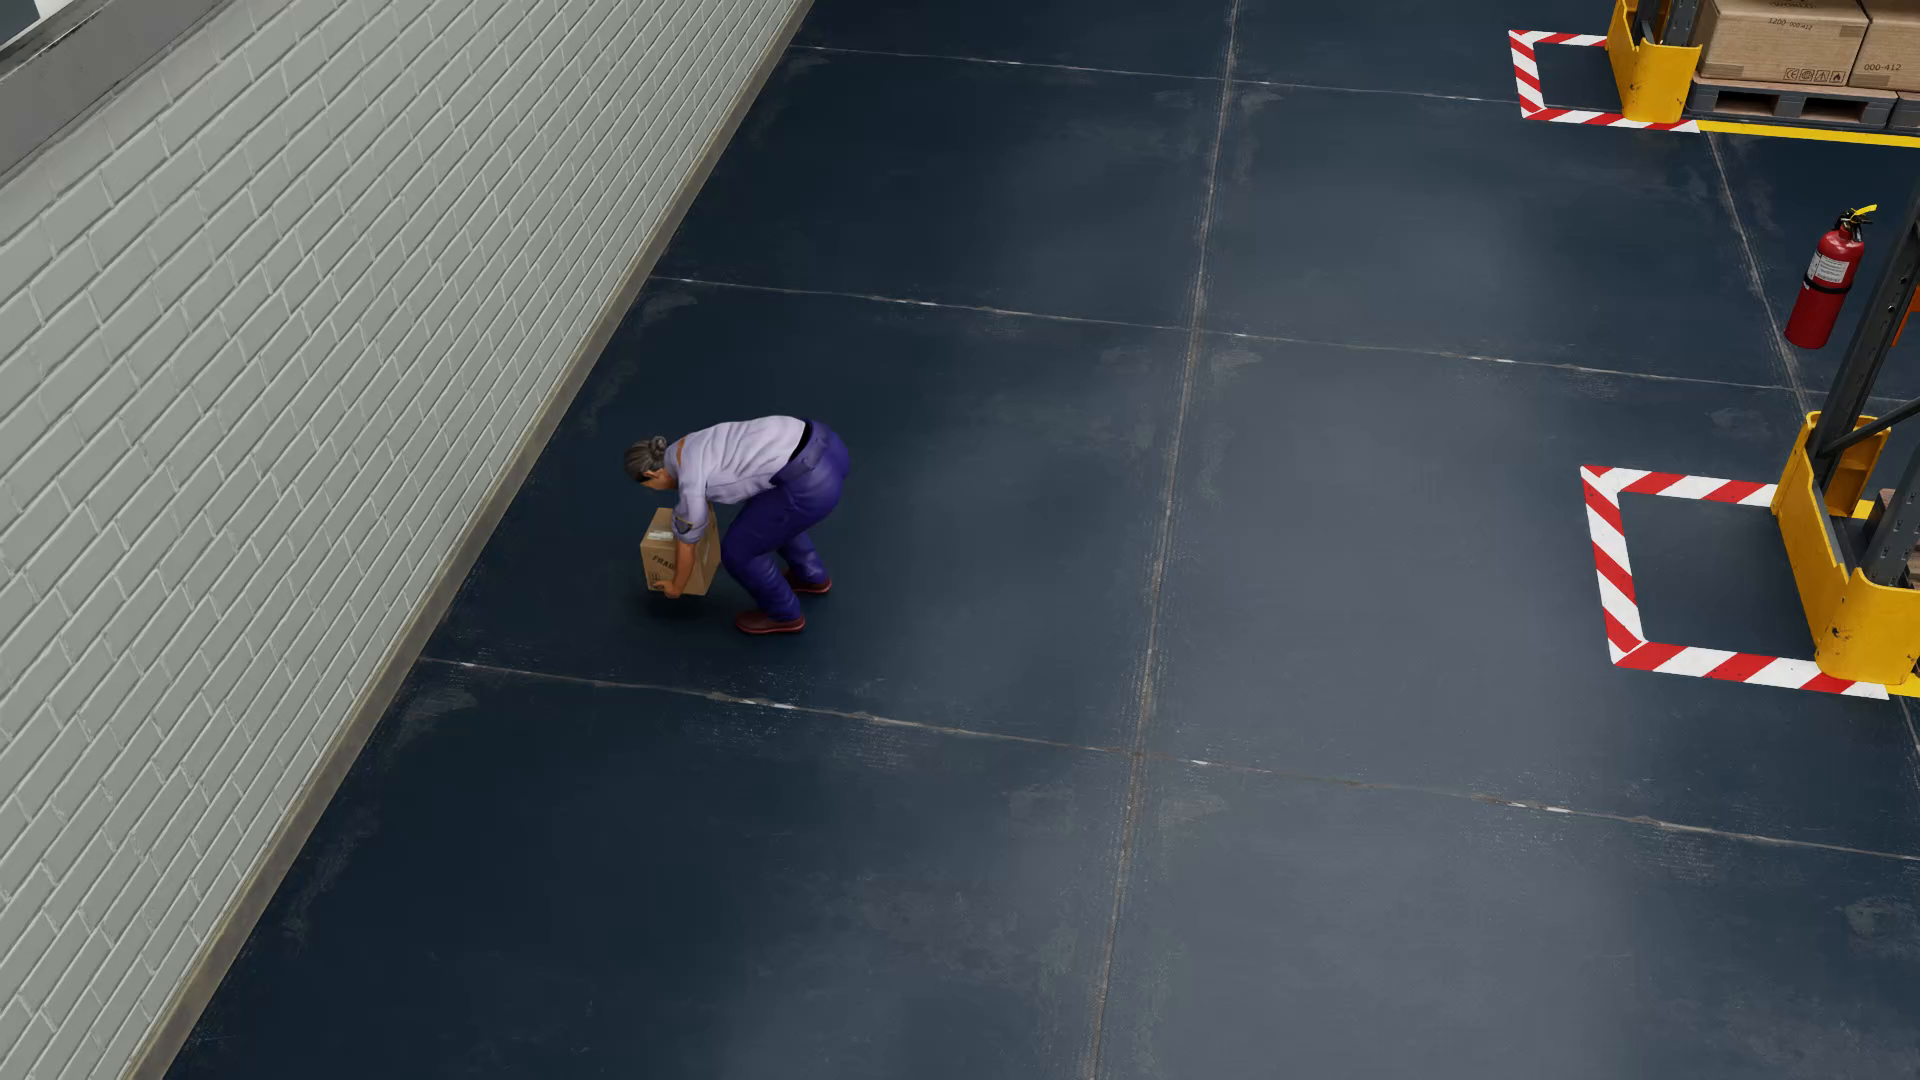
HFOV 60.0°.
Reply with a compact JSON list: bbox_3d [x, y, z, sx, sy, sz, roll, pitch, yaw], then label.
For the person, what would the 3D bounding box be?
[{"bbox_3d":[-0.898,-0.083,6.806,0.907,0.945,0.491,5,41,6],"label":"person"}]
